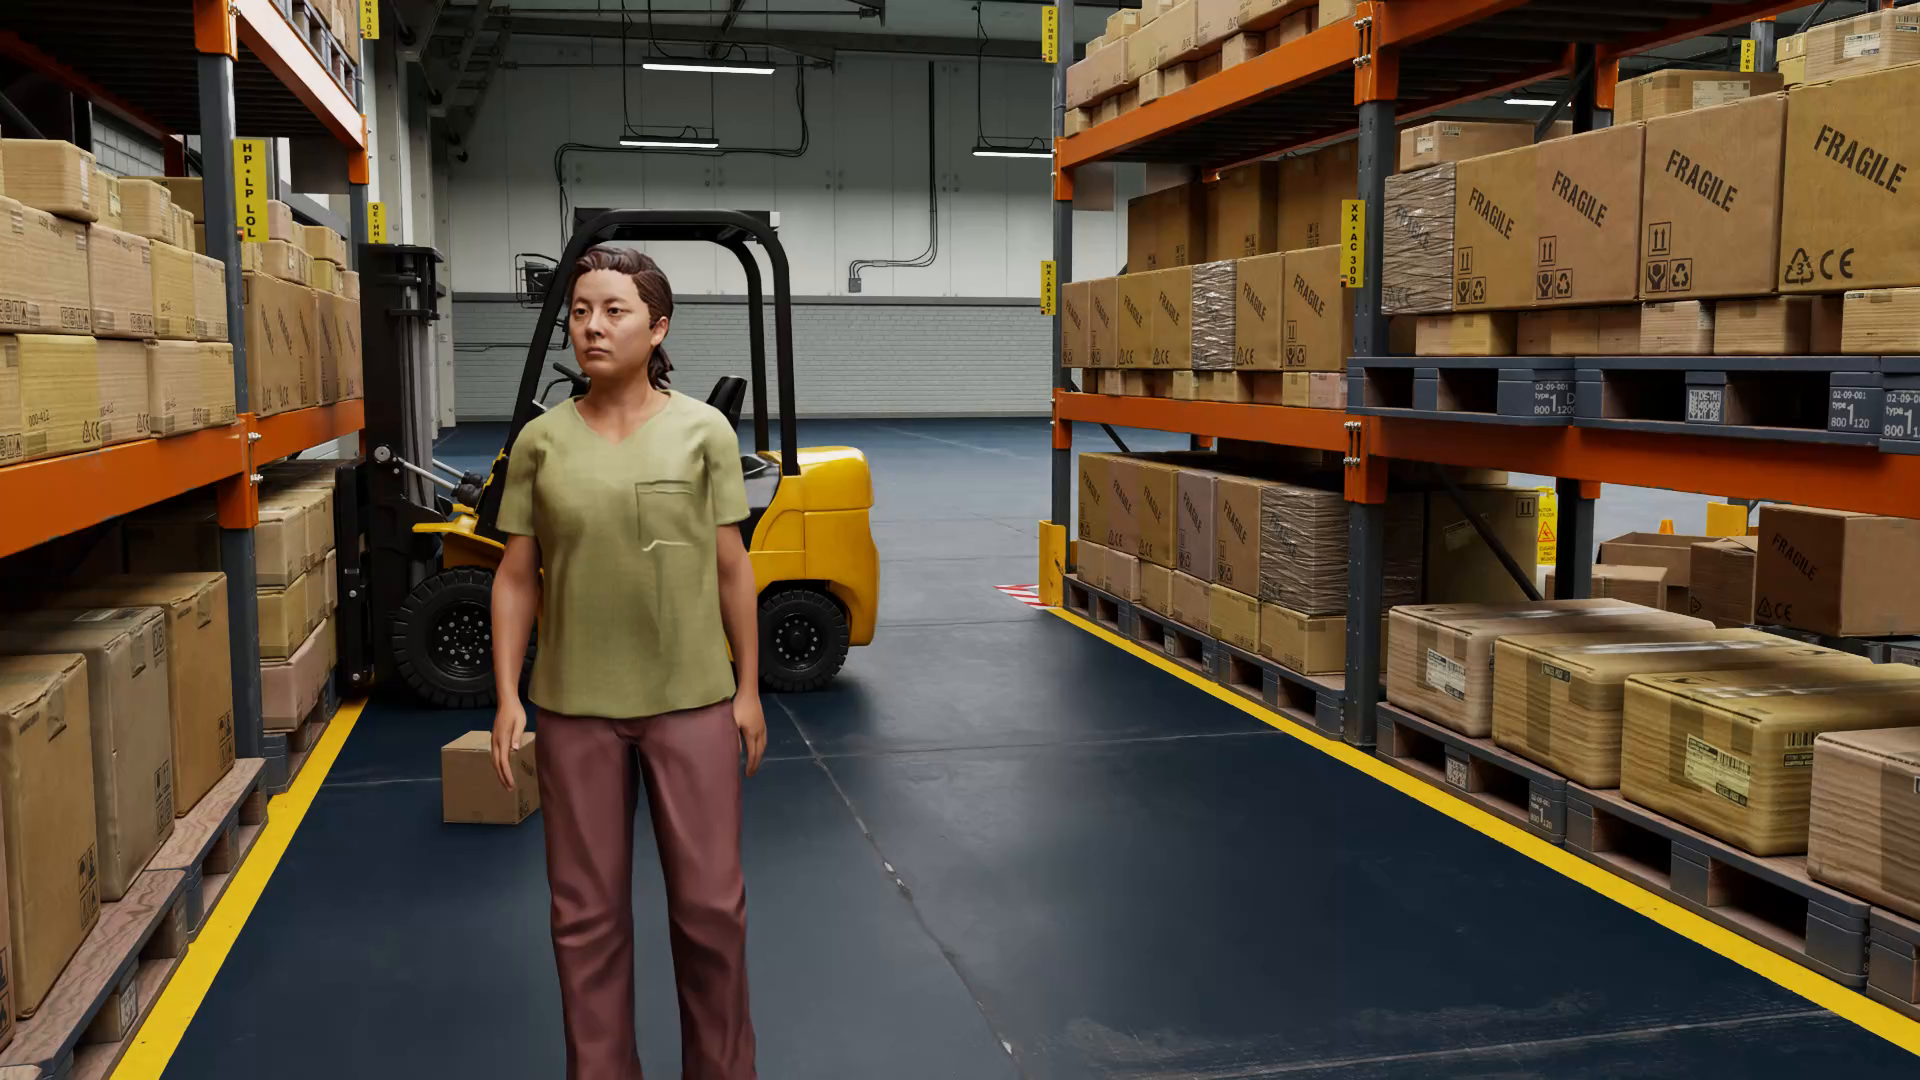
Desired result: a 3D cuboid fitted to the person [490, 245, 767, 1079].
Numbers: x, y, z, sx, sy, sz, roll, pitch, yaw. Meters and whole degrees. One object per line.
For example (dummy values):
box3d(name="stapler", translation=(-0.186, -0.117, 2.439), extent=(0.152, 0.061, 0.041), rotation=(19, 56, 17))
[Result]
box3d(name="person", translation=(-0.593, 0.348, 2.968), extent=(0.484, 1.732, 0.466), rotation=(0, 6, -3))
